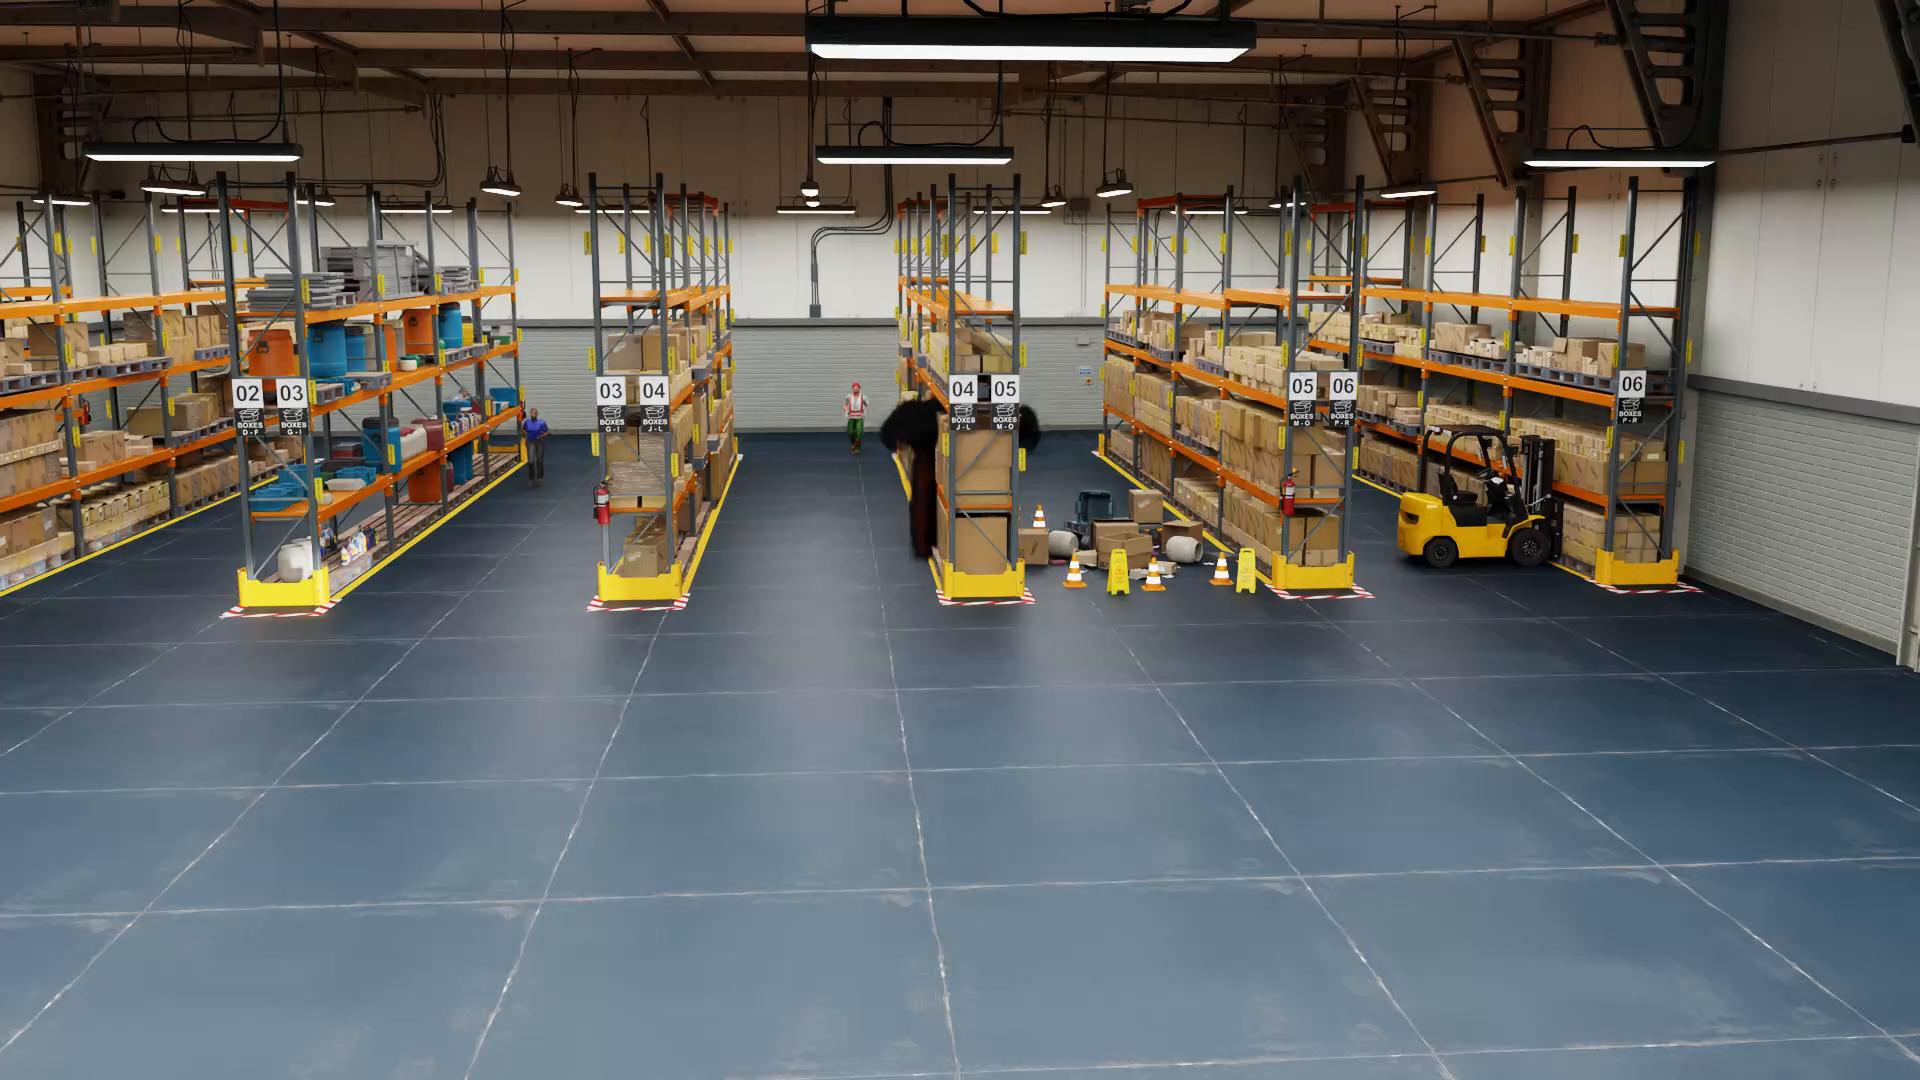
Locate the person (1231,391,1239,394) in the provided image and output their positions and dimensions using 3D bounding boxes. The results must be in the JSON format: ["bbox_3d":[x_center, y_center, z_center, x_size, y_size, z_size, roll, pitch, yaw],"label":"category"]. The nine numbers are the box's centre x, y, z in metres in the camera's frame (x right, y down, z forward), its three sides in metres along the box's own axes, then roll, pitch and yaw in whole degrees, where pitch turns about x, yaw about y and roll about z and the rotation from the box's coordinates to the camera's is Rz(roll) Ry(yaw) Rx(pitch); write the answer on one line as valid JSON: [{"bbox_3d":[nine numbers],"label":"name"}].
[{"bbox_3d":[6.507,-2.619,38.514,0.664,1.735,0.837,-5,11,-27],"label":"person"}]

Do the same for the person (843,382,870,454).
[{"bbox_3d":[-2.526,-2.963,40.465,0.652,1.741,0.608,0,10,2],"label":"person"}]

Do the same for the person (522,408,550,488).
[{"bbox_3d":[-8.927,-1.938,35.029,0.581,1.674,0.723,-1,10,-8],"label":"person"}]

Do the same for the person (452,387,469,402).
[{"bbox_3d":[-12.639,-3.010,41.402,0.953,1.597,0.631,0,10,2],"label":"person"}]
